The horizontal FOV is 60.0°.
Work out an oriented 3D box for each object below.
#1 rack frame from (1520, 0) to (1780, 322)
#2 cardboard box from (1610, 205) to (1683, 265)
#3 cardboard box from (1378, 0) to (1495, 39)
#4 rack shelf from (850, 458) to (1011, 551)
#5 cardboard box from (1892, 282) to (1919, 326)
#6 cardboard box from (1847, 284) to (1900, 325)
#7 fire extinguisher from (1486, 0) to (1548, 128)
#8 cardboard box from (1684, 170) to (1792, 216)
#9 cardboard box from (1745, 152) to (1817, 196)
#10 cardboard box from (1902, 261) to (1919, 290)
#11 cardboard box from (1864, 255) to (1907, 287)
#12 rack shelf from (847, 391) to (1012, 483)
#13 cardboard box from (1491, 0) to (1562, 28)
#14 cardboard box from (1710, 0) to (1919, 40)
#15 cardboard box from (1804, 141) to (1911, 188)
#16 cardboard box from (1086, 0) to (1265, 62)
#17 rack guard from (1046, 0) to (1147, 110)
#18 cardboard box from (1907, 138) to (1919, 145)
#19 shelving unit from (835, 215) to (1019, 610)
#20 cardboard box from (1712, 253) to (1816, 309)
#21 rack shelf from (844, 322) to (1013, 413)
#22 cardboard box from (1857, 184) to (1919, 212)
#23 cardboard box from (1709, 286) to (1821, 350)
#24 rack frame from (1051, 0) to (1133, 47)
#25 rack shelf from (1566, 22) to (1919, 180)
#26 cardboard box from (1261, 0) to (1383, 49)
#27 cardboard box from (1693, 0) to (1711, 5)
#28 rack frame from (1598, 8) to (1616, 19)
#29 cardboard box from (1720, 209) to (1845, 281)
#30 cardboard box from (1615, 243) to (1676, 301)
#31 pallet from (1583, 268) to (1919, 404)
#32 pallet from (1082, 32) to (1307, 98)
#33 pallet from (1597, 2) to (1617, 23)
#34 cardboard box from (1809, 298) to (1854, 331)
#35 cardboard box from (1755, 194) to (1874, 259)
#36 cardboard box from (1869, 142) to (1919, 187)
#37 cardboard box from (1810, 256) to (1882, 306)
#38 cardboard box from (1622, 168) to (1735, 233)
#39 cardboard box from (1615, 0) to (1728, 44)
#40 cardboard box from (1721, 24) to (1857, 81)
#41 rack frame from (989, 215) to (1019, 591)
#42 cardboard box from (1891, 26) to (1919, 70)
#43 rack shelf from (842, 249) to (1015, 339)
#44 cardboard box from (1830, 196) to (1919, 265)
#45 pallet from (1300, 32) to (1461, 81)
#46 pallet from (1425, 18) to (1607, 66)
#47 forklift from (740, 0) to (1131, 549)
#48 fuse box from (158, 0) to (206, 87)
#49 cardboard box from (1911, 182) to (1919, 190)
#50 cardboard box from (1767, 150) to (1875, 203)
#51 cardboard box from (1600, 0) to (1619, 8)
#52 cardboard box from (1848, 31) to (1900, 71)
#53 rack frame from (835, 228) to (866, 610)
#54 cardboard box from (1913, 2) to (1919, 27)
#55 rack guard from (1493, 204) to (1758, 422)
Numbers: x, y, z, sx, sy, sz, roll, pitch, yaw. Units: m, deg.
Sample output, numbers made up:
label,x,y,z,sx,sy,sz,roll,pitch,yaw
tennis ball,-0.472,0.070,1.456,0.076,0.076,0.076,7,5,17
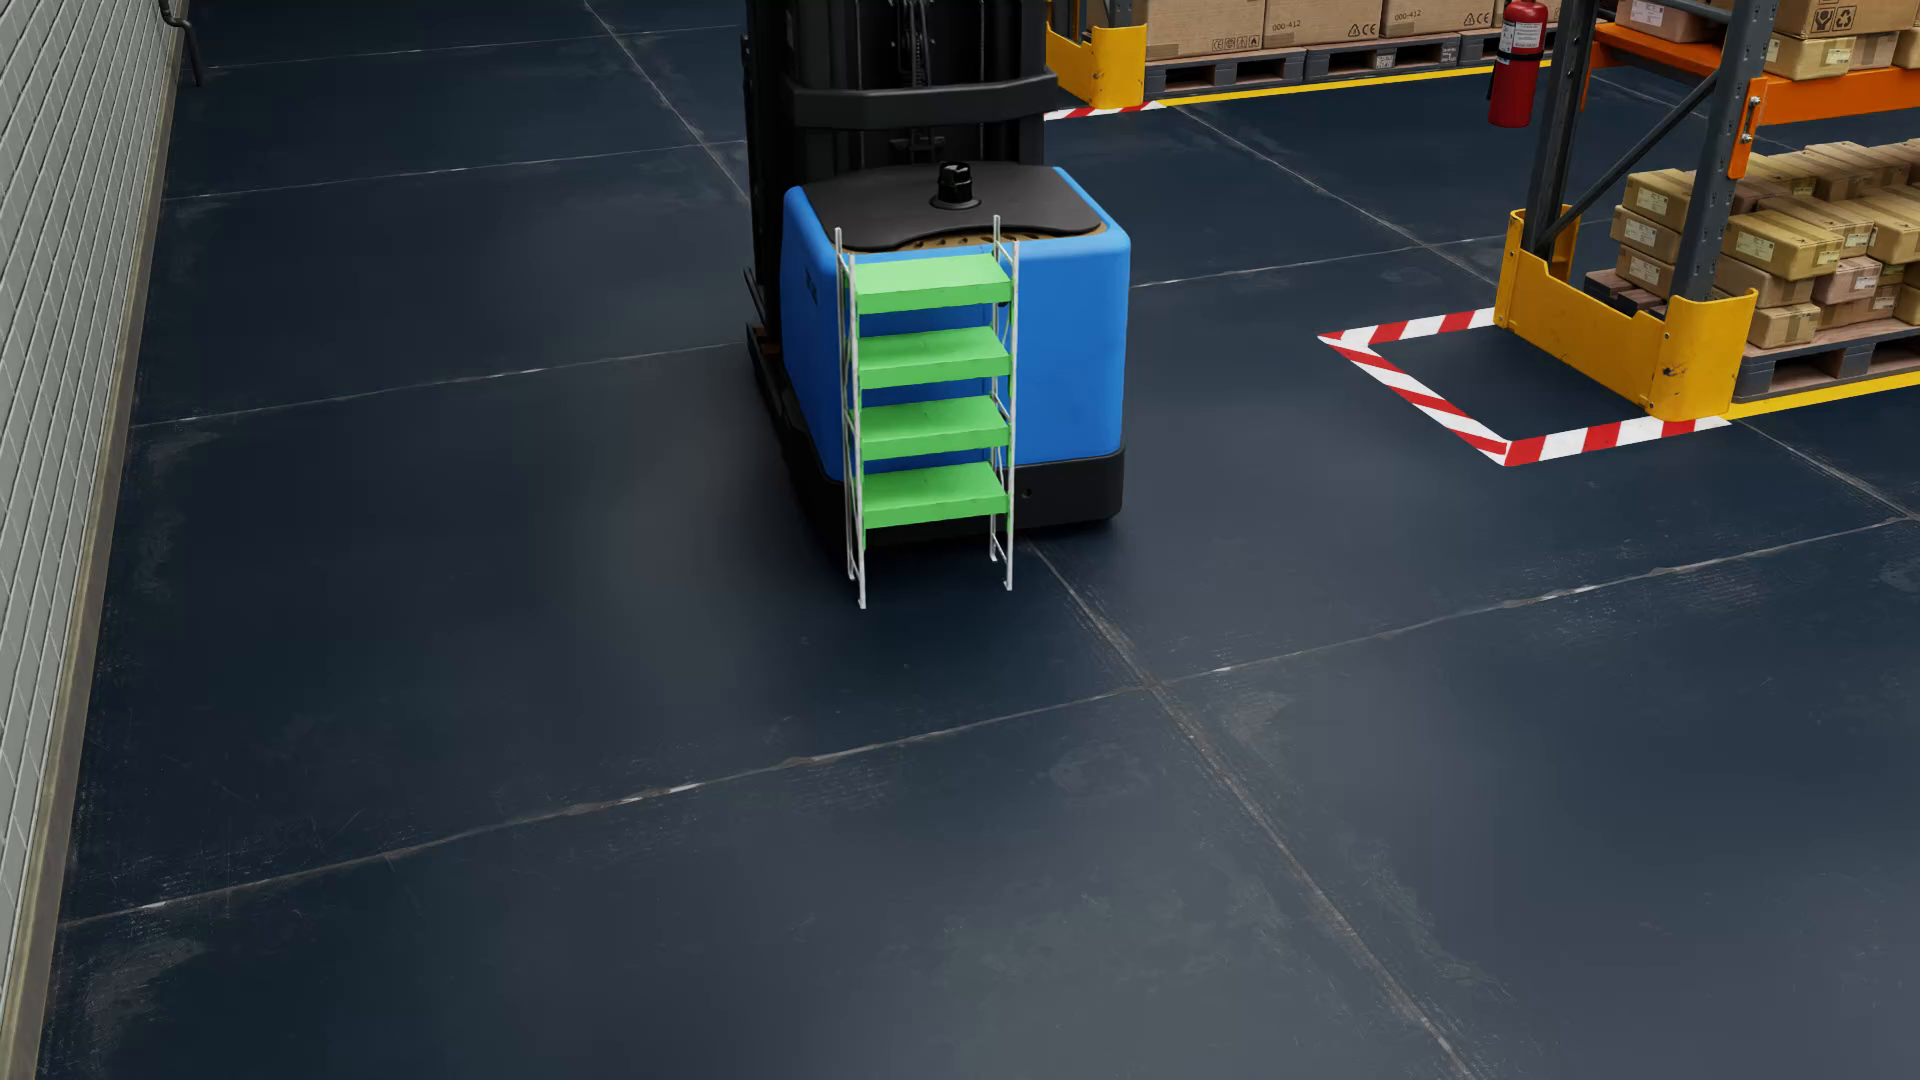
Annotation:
label,x,y,z,sx,sy,sz,roll,pitch,yaw
rack frame,2.669,-2.046,6.311,0.127,3.000,1.000,-10,31,-18
cardboard box,3.064,-1.342,7.231,0.250,0.149,0.380,-11,32,-19
cardboard box,3.132,-3.871,11.679,0.875,0.438,0.875,-11,32,-19
rack shelf,-0.102,-0.119,5.358,0.480,0.148,0.258,-7,31,-12
cardboard box,3.996,-1.054,7.026,0.250,0.149,0.380,-10,31,-17
cardboard box,3.718,-1.061,7.038,0.250,0.149,0.380,-10,31,-17
fire extinguisher,2.272,-2.021,6.722,0.183,0.674,0.296,-10,31,-18
cardboard box,3.332,-1.474,7.162,0.250,0.149,0.380,-10,31,-17
cardboard box,3.530,-1.578,7.343,0.250,0.149,0.380,-11,32,-19
cardboard box,4.002,-1.189,6.961,0.250,0.149,0.380,-9,31,-16
cardboard box,3.724,-1.195,6.972,0.250,0.149,0.380,-10,31,-17
rack shelf,-0.101,-0.326,5.237,0.480,0.148,0.258,-7,31,-12
cardboard box,3.971,-4.026,11.951,0.875,0.438,0.875,-11,31,-18
cardboard box,3.186,-2.168,6.124,0.500,0.500,0.500,-9,31,-15
cardboard box,4.027,-1.665,7.497,0.250,0.149,0.380,-9,31,-16
cardboard box,1.431,-3.555,11.123,0.875,0.438,0.875,-12,32,-19
rack guard,0.825,-3.235,10.923,0.348,0.500,1.175,-10,31,-18
cardboard box,4.549,-1.717,7.589,0.250,0.149,0.380,-10,31,-17
shelving unit,-0.101,-0.382,5.205,0.503,1.200,0.258,-7,31,-12
cardboard box,3.249,-1.090,6.789,0.250,0.149,0.380,-9,31,-16
rack shelf,-0.101,-0.534,5.117,0.480,0.148,0.258,-7,31,-12
cardboard box,3.979,-1.350,6.944,0.250,0.149,0.380,-12,32,-20
cardboard box,3.271,-0.932,6.811,0.250,0.149,0.380,-10,31,-17
rack frame,0.848,-4.325,10.311,0.127,3.000,1.000,-10,31,-18
rack shelf,4.543,-2.079,7.095,4.000,0.370,1.077,-10,31,-18
cardboard box,2.286,-3.716,11.407,0.875,0.438,0.875,-10,31,-16
cardboard box,3.000,-2.416,6.558,0.500,0.500,0.500,-10,31,-17
rack frame,4.597,-5.016,11.523,0.127,3.000,1.000,-10,31,-18
cardboard box,3.278,-1.181,6.647,0.250,0.149,0.380,-12,32,-20
cardboard box,3.089,-1.177,7.242,0.250,0.149,0.380,-10,31,-17
pallet,3.514,-0.971,7.242,1.213,0.211,1.003,-10,31,-18
pallet,1.570,-3.288,11.308,1.213,0.211,1.003,-10,31,-18
pallet,5.294,-3.972,12.509,1.213,0.211,1.003,-10,31,-18
cardboard box,3.488,-1.015,6.957,0.250,0.149,0.380,-11,31,-18
cardboard box,3.495,-1.284,6.829,0.250,0.149,0.380,-10,31,-17
cardboard box,4.313,-1.659,7.487,0.250,0.149,0.380,-11,32,-19
cardboard box,3.525,-1.111,6.826,0.250,0.149,0.380,-11,31,-18
cardboard box,3.076,-1.457,7.132,0.250,0.149,0.380,-10,31,-17
cardboard box,2.876,-2.124,6.702,0.250,0.149,0.380,-10,31,-18
cardboard box,3.086,-1.841,6.204,0.250,0.149,0.380,-11,31,-18
rack frame,0.136,-0.410,5.256,0.015,1.200,0.240,-7,31,-12
cardboard box,3.581,-1.925,6.353,0.250,0.149,0.380,-11,32,-19
rack shelf,-0.100,-0.742,4.997,0.480,0.148,0.258,-7,31,-12
cardboard box,3.775,-1.268,6.801,0.250,0.149,0.380,-11,31,-18
pallet,2.711,-3.496,11.674,1.213,0.211,1.003,-10,31,-18
pallet,3.857,-3.709,12.047,1.213,0.211,1.003,-10,31,-18
forklift,-0.281,-1.960,6.229,1.130,2.935,3.031,-7,30,-12
fuse box,-5.025,-3.781,10.658,0.414,1.711,0.539,-10,31,-18
cardboard box,4.242,-1.393,7.020,0.250,0.149,0.380,-9,31,-16
cardboard box,3.795,-1.593,7.370,0.250,0.149,0.380,-12,32,-20
cardboard box,5.150,-4.419,12.198,0.875,0.875,0.875,-9,31,-16
cardboard box,3.311,-1.904,6.315,0.250,0.149,0.380,-9,31,-16
rack frame,-0.338,-0.353,5.155,0.015,1.200,0.240,-7,31,-12
cardboard box,3.678,-2.272,6.306,0.500,0.500,0.500,-10,31,-18
rack guard,2.740,-0.973,6.953,0.348,0.500,1.175,-10,31,-18
